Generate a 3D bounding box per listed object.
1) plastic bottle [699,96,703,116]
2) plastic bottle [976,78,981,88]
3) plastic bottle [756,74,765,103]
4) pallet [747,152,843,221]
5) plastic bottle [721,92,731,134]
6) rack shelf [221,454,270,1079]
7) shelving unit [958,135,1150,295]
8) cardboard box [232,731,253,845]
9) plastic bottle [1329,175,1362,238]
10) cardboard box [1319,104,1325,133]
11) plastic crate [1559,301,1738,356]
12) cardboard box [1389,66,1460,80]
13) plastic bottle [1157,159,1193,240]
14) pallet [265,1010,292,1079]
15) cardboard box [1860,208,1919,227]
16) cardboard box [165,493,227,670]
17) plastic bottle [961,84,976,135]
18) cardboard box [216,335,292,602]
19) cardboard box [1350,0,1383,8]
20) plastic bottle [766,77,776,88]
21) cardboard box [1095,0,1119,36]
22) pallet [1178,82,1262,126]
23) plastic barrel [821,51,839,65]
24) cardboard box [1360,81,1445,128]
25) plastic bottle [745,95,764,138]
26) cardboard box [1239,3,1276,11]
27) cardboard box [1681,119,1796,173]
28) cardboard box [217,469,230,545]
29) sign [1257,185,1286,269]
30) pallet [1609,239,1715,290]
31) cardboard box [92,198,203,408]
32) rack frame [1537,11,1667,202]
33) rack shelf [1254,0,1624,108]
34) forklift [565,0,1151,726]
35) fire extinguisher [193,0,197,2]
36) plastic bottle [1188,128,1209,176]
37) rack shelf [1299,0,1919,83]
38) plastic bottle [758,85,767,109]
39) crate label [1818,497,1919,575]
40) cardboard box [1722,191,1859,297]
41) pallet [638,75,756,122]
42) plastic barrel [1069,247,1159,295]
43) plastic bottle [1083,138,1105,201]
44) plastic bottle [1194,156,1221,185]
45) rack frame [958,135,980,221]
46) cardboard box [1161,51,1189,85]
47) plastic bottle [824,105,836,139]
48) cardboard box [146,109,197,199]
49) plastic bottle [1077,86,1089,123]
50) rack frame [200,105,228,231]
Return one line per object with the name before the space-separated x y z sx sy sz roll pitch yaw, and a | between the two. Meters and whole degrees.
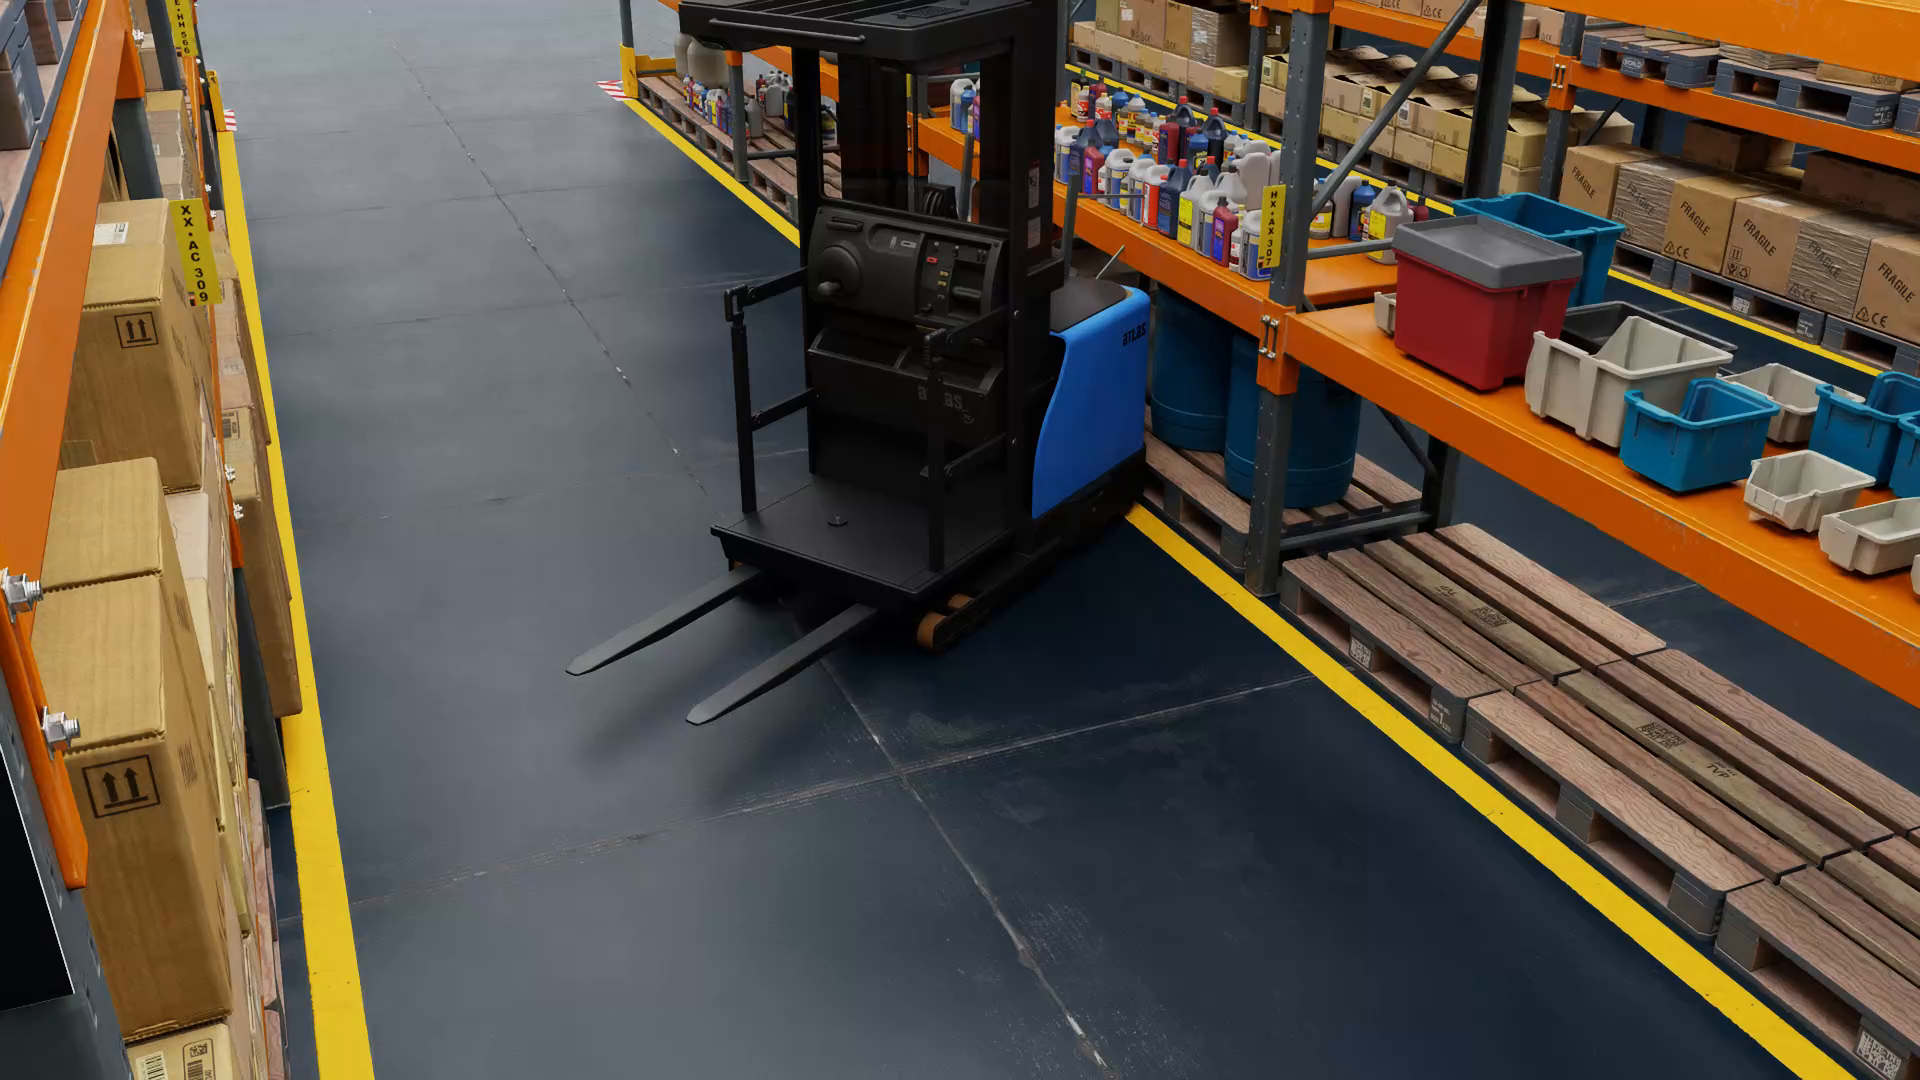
plastic bottle | -2.333 -3.979 15.170 0.097 0.201 0.097 0 26 0
plastic bottle | 0.176 -2.554 9.703 0.152 0.276 0.135 -11 28 -21
plastic bottle | -1.870 -4.229 15.588 0.061 0.283 0.133 -11 28 -21
pallet | -1.059 -2.865 13.378 1.003 0.211 1.213 -11 28 -21
plastic bottle | -1.995 -3.724 14.476 0.144 0.351 0.185 -12 29 -23
rack shelf | -2.043 0.783 3.548 1.077 0.370 4.000 -11 28 -21
shelving unit | 0.427 -1.171 8.311 0.587 1.500 1.083 -7 25 -27
cardboard box | -1.699 0.559 3.473 0.380 0.149 0.250 -11 28 -22
plastic bottle | 1.757 -1.543 7.633 0.152 0.276 0.135 -11 28 -21
cardboard box | 3.286 -3.819 14.809 0.500 0.250 0.500 -10 28 -19
plastic crate | 2.416 -0.697 6.003 0.437 0.125 0.590 -11 28 -21
cardboard box | 3.982 -3.958 14.454 0.500 0.311 0.500 -11 28 -21
plastic bottle | 0.997 -1.566 7.595 0.144 0.351 0.185 -11 28 -21
pallet | -2.119 1.719 3.989 1.003 0.211 1.213 -11 28 -21
cardboard box | 5.917 -1.777 10.318 0.500 0.500 0.500 -10 28 -20
cardboard box | -2.007 0.133 3.890 0.500 0.250 0.500 -10 28 -20
plastic bottle | 0.057 -2.474 9.545 0.097 0.271 0.097 0 26 0
cardboard box | -3.446 -0.197 6.679 1.225 0.875 0.875 -12 28 -22
cardboard box | 3.649 -4.798 14.043 0.500 0.500 0.500 -9 27 -17
plastic bottle | -1.718 -4.189 15.513 0.152 0.276 0.135 -11 28 -22
cardboard box | 1.794 -5.727 17.861 0.500 0.500 0.500 -11 28 -21
pallet | 2.884 -4.353 16.426 1.003 0.211 1.213 -11 28 -21
plastic barrel | -0.772 -3.595 11.539 0.433 0.535 0.433 0 26 0
cardboard box | 3.693 -3.653 13.830 0.500 0.311 0.500 -10 28 -19
plastic bottle | -1.787 -3.671 14.368 0.144 0.351 0.185 -11 28 -21
cardboard box | 3.061 -5.010 16.393 0.500 0.500 0.500 -11 28 -21
cardboard box | 5.332 -2.716 11.386 0.500 0.250 0.500 -9 28 -19
cardboard box | -2.304 -0.064 4.749 0.380 0.149 0.250 -10 28 -20
sign | 1.224 -1.230 6.534 0.100 0.325 0.005 -11 28 -21
pallet | 4.981 -2.102 11.815 1.003 0.211 1.213 -11 28 -21
cardboard box | -2.400 -0.612 4.561 0.500 0.500 0.500 -10 28 -19
rack frame | 4.724 -3.663 11.834 1.000 3.000 0.127 -11 28 -21
rack shelf | 3.940 -4.148 13.646 1.077 0.370 4.000 -11 28 -21
forklift | -0.352 -1.091 6.645 1.130 2.935 3.031 17 31 31
fire extinguisher | -7.147 -5.283 15.240 0.296 0.674 0.183 -11 28 -21
plastic bottle | 1.218 -1.966 8.505 0.097 0.271 0.097 0 26 0
rack shelf | 2.514 -1.416 4.633 1.077 0.370 4.000 -11 28 -21
plastic bottle | -1.826 -4.126 15.470 0.097 0.201 0.097 0 26 0
crate label | 2.580 -0.018 4.601 0.396 0.136 0.243 -11 28 -21
cardboard box | 5.250 -1.881 10.532 0.500 0.500 0.500 -12 28 -22
pallet | -2.582 -4.439 16.601 1.003 0.211 1.213 -11 28 -21
plastic barrel | 0.814 -1.268 9.199 0.600 0.588 0.708 -11 28 -21
plastic bottle | 0.662 -1.835 8.222 0.061 0.283 0.133 -11 28 -21
plastic bottle | 1.130 -1.591 7.646 0.144 0.351 0.185 -11 28 -21
rack frame | 0.190 -1.361 8.730 0.500 1.500 0.032 -7 25 -27
cardboard box | 2.378 -4.784 16.784 0.500 0.250 0.500 -11 28 -21
plastic bottle | -1.123 -3.604 14.321 0.097 0.271 0.097 0 26 0
cardboard box | -3.782 -1.649 7.594 0.500 0.500 0.500 -11 28 -21
plastic bottle | 0.744 -2.585 9.852 0.097 0.201 0.097 0 26 0
rack frame | -5.959 -3.578 11.659 1.000 3.000 0.127 -11 28 -21
